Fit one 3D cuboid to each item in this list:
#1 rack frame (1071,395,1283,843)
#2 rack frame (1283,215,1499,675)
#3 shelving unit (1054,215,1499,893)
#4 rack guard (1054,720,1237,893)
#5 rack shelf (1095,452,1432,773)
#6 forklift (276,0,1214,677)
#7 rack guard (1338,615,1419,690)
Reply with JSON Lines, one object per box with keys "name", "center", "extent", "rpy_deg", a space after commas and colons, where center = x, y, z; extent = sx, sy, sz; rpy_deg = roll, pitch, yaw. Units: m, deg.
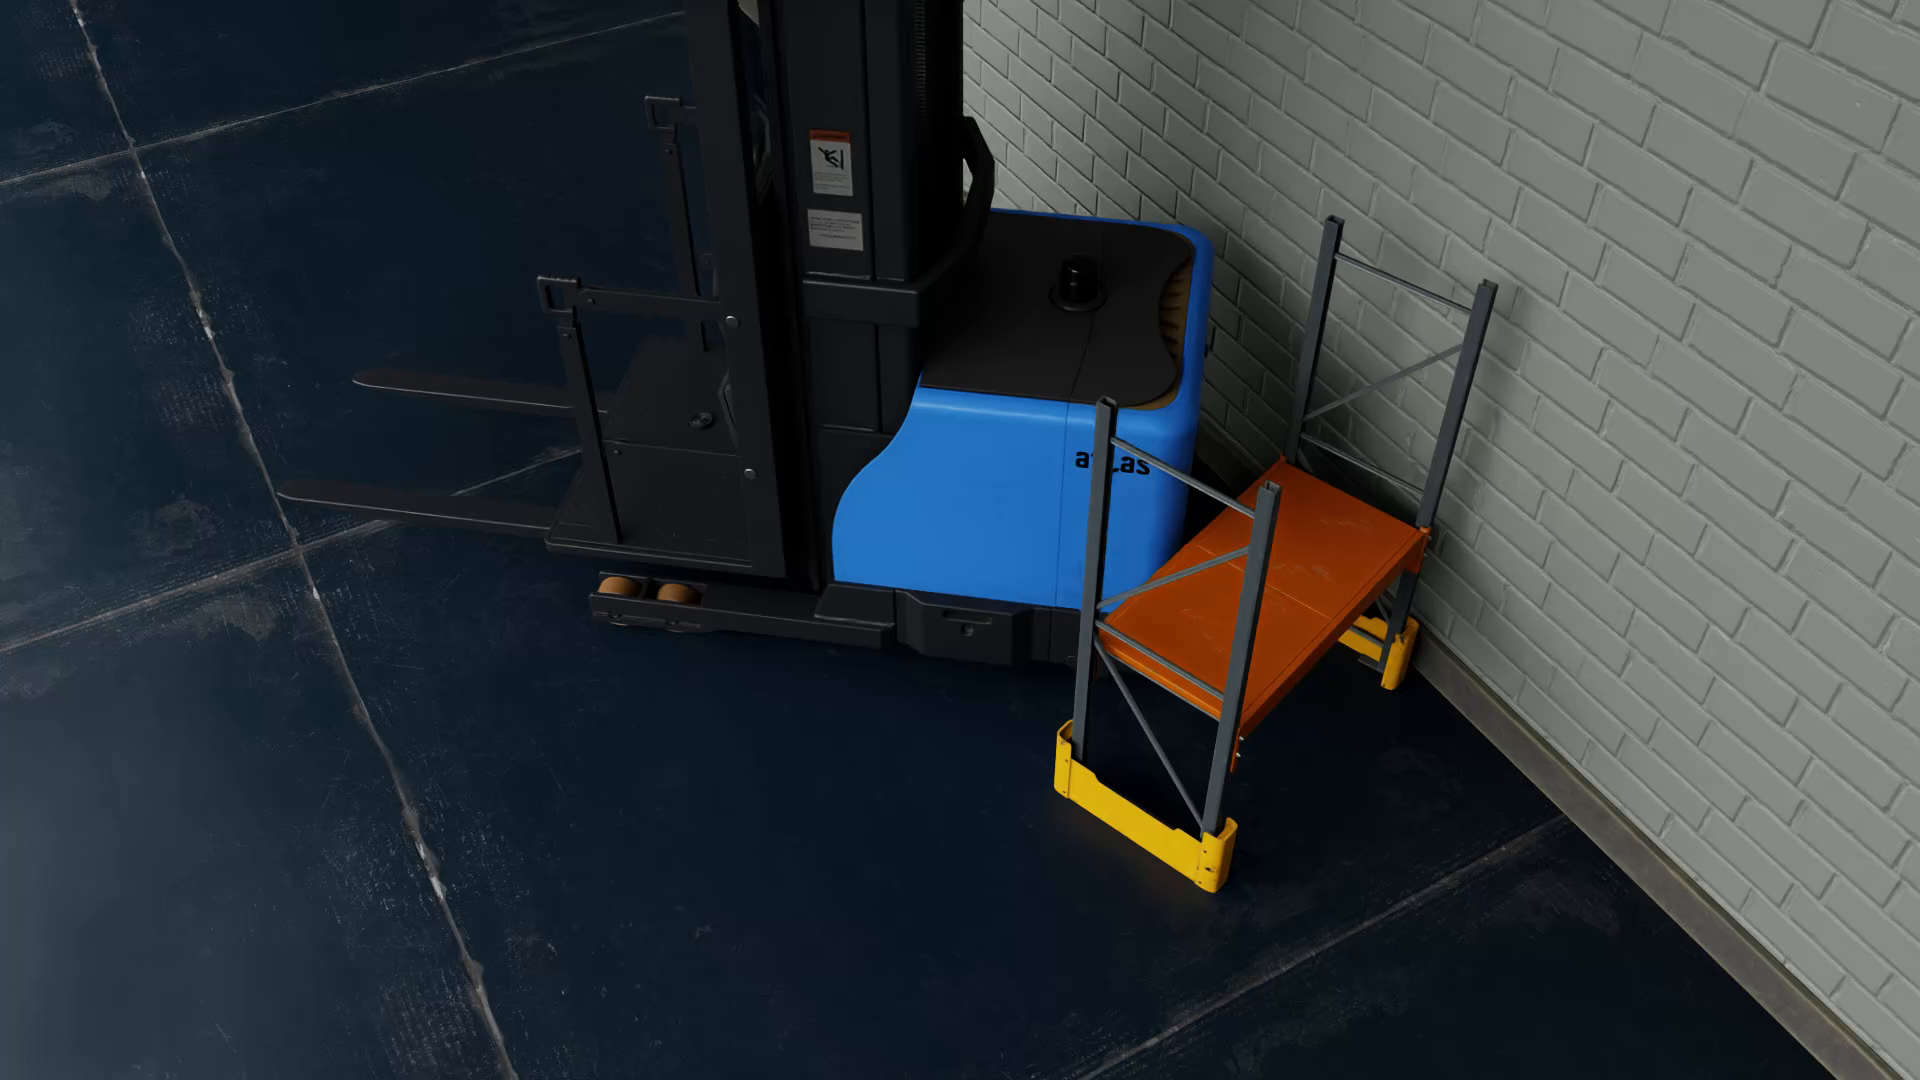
{"name": "rack frame", "center": [0.522, 0.315, 4.349], "extent": [0.500, 1.500, 0.032], "rpy_deg": [31, 52, 28]}
{"name": "rack frame", "center": [1.185, -0.222, 4.902], "extent": [0.500, 1.500, 0.032], "rpy_deg": [31, 52, 28]}
{"name": "shelving unit", "center": [0.848, 0.051, 4.621], "extent": [0.587, 1.500, 1.083], "rpy_deg": [31, 52, 28]}
{"name": "rack guard", "center": [0.523, 0.762, 4.785], "extent": [0.587, 0.250, 0.087], "rpy_deg": [31, 52, 28]}
{"name": "rack shelf", "center": [0.854, 0.175, 4.751], "extent": [0.538, 0.185, 1.000], "rpy_deg": [31, 52, 28]}
{"name": "forklift", "center": [-0.754, -1.105, 4.784], "extent": [3.031, 2.935, 1.130], "rpy_deg": [7, 45, 7]}
{"name": "rack guard", "center": [1.173, 0.236, 5.327], "extent": [0.587, 0.250, 0.087], "rpy_deg": [31, 52, 28]}
